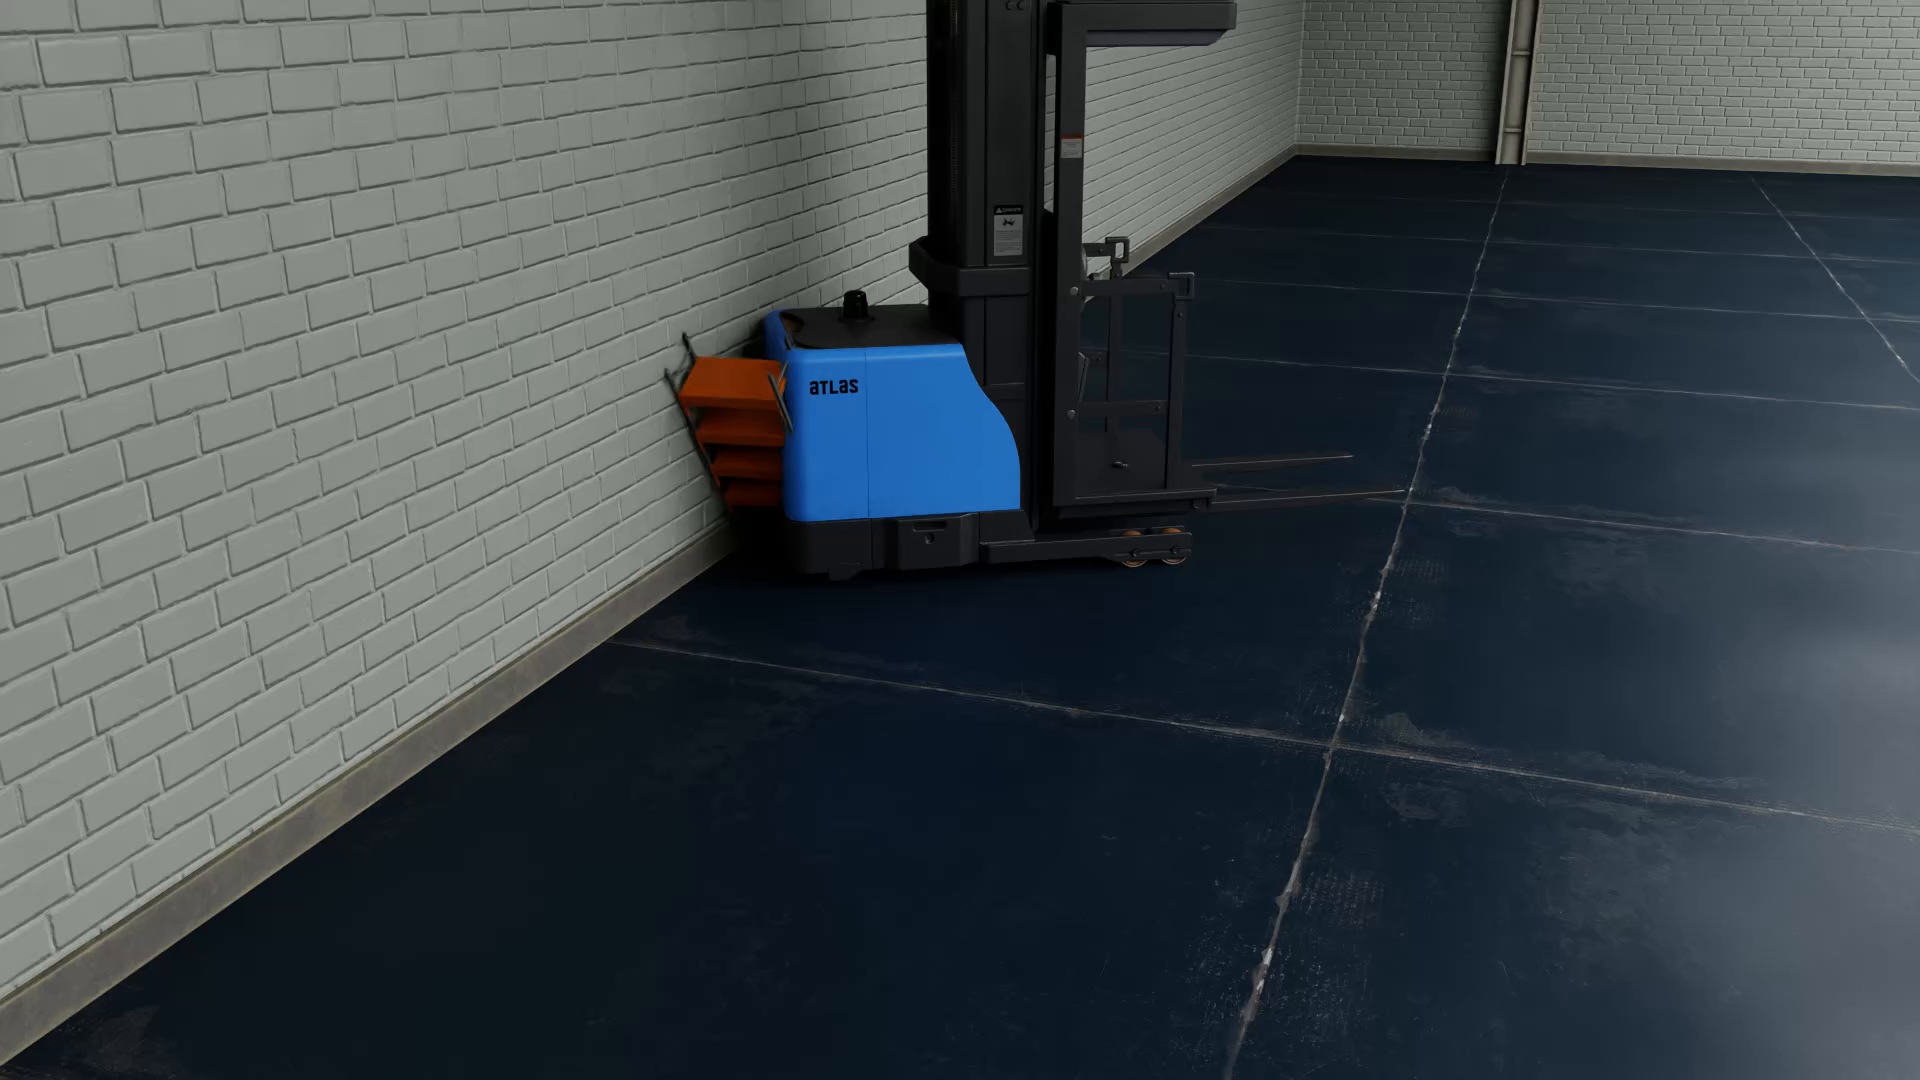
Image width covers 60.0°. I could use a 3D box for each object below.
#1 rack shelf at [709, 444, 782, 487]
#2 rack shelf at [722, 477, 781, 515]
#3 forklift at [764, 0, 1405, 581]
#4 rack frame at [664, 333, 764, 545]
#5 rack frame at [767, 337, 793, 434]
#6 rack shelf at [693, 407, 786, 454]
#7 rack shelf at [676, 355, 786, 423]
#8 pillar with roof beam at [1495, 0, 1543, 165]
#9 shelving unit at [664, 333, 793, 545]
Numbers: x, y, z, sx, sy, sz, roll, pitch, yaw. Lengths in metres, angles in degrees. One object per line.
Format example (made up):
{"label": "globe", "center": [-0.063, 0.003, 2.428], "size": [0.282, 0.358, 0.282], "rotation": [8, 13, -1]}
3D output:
{"label": "rack shelf", "center": [-0.873, -0.370, 7.625], "size": [0.480, 0.148, 0.258], "rotation": [4, 51, 18]}
{"label": "rack shelf", "center": [-0.834, -0.243, 7.772], "size": [0.480, 0.148, 0.258], "rotation": [4, 51, 18]}
{"label": "forklift", "center": [0.617, -1.424, 7.709], "size": [3.031, 2.935, 1.130], "rotation": [-4, 20, -11]}
{"label": "rack frame", "center": [-1.117, -0.430, 7.651], "size": [0.015, 1.200, 0.240], "rotation": [4, 51, 18]}
{"label": "rack frame", "center": [-0.655, -0.395, 7.499], "size": [0.015, 1.200, 0.240], "rotation": [4, 51, 18]}
{"label": "rack shelf", "center": [-0.917, -0.513, 7.458], "size": [0.480, 0.148, 0.258], "rotation": [4, 51, 18]}
{"label": "rack shelf", "center": [-0.963, -0.664, 7.282], "size": [0.480, 0.148, 0.258], "rotation": [4, 51, 18]}
{"label": "pillar with roof beam", "center": [6.220, -8.136, 17.746], "size": [0.400, 9.000, 9.100], "rotation": [7, 20, 18]}
{"label": "shelving unit", "center": [-0.886, -0.413, 7.575], "size": [0.503, 1.200, 0.258], "rotation": [4, 51, 18]}
